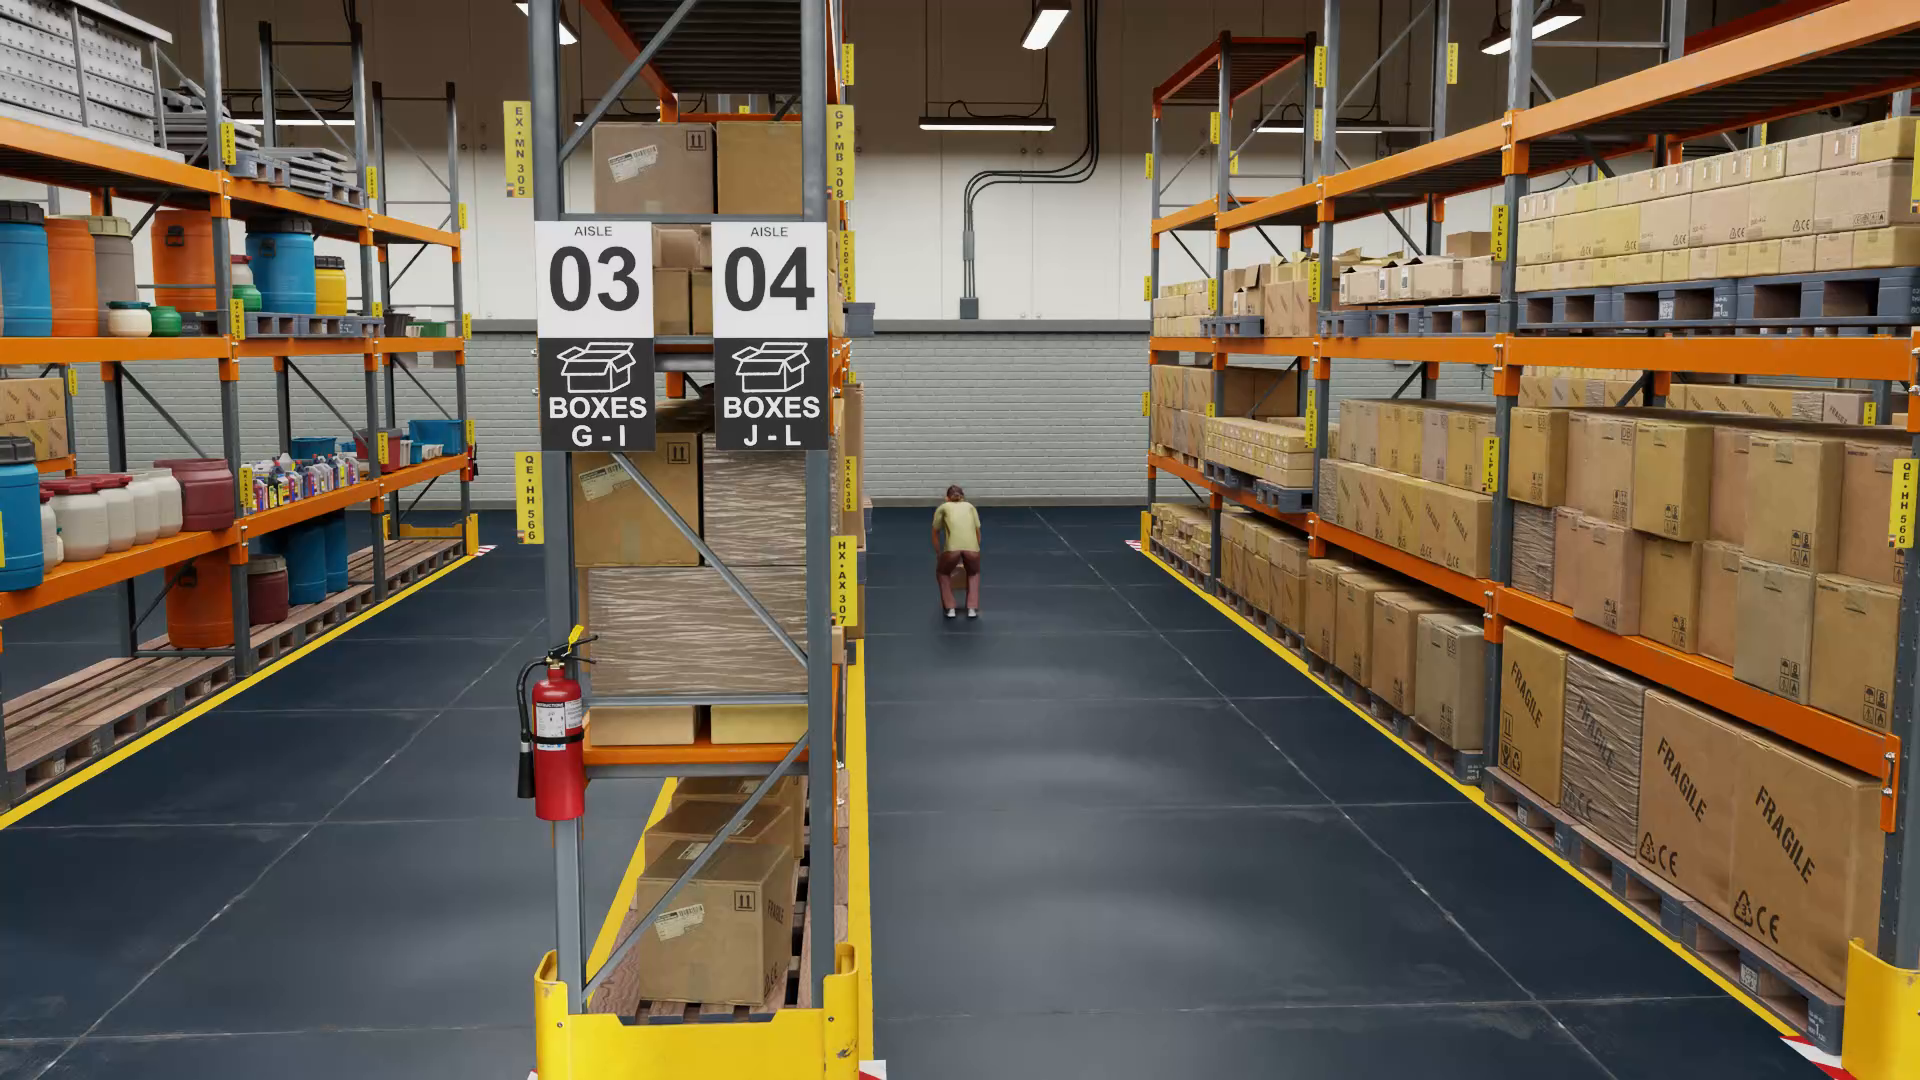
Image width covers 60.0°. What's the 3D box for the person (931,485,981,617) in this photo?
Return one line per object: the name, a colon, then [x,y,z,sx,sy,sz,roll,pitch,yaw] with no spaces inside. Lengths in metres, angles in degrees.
person: [-0.036,0.114,16.869,0.512,1.307,0.680,0,7,-4]
